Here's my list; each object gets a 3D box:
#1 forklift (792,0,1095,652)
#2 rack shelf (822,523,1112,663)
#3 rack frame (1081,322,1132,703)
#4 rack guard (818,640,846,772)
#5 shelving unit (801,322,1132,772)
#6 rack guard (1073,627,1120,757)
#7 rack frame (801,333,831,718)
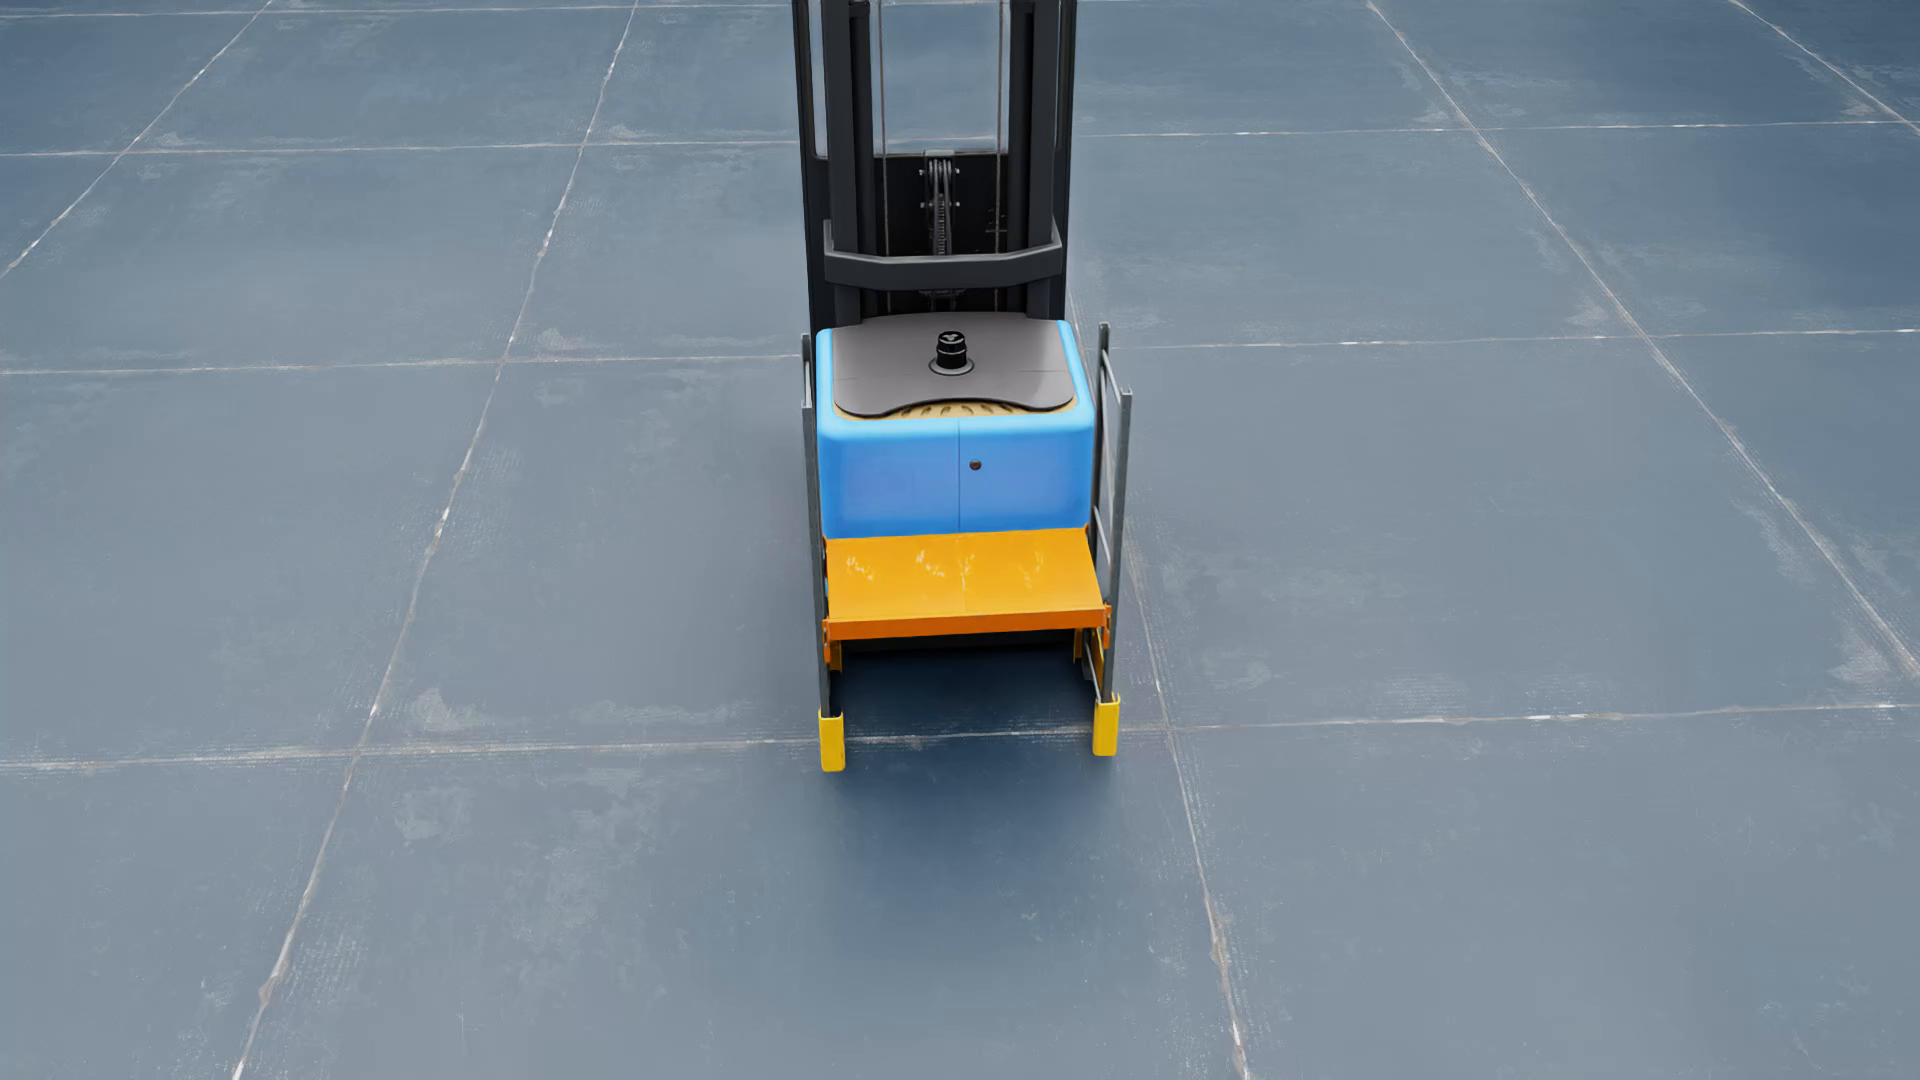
[{"bbox_3d":[-0.117,-1.585,6.965,1.130,2.935,3.031,-3,35,-4],"label":"forklift"},{"bbox_3d":[0.006,0.183,5.982,1.000,0.185,0.538,-3,35,-4],"label":"rack shelf"},{"bbox_3d":[0.512,0.012,5.914,0.032,1.500,0.500,-3,35,-4],"label":"rack frame"},{"bbox_3d":[-0.482,0.571,6.204,0.087,0.250,0.587,-3,35,-4],"label":"rack guard"},{"bbox_3d":[0.015,0.035,5.880,1.083,1.500,0.587,-3,35,-4],"label":"shelving unit"},{"bbox_3d":[0.511,0.525,6.270,0.087,0.250,0.587,-3,35,-4],"label":"rack guard"},{"bbox_3d":[-0.501,0.059,5.845,0.032,1.500,0.500,-3,35,-4],"label":"rack frame"}]
